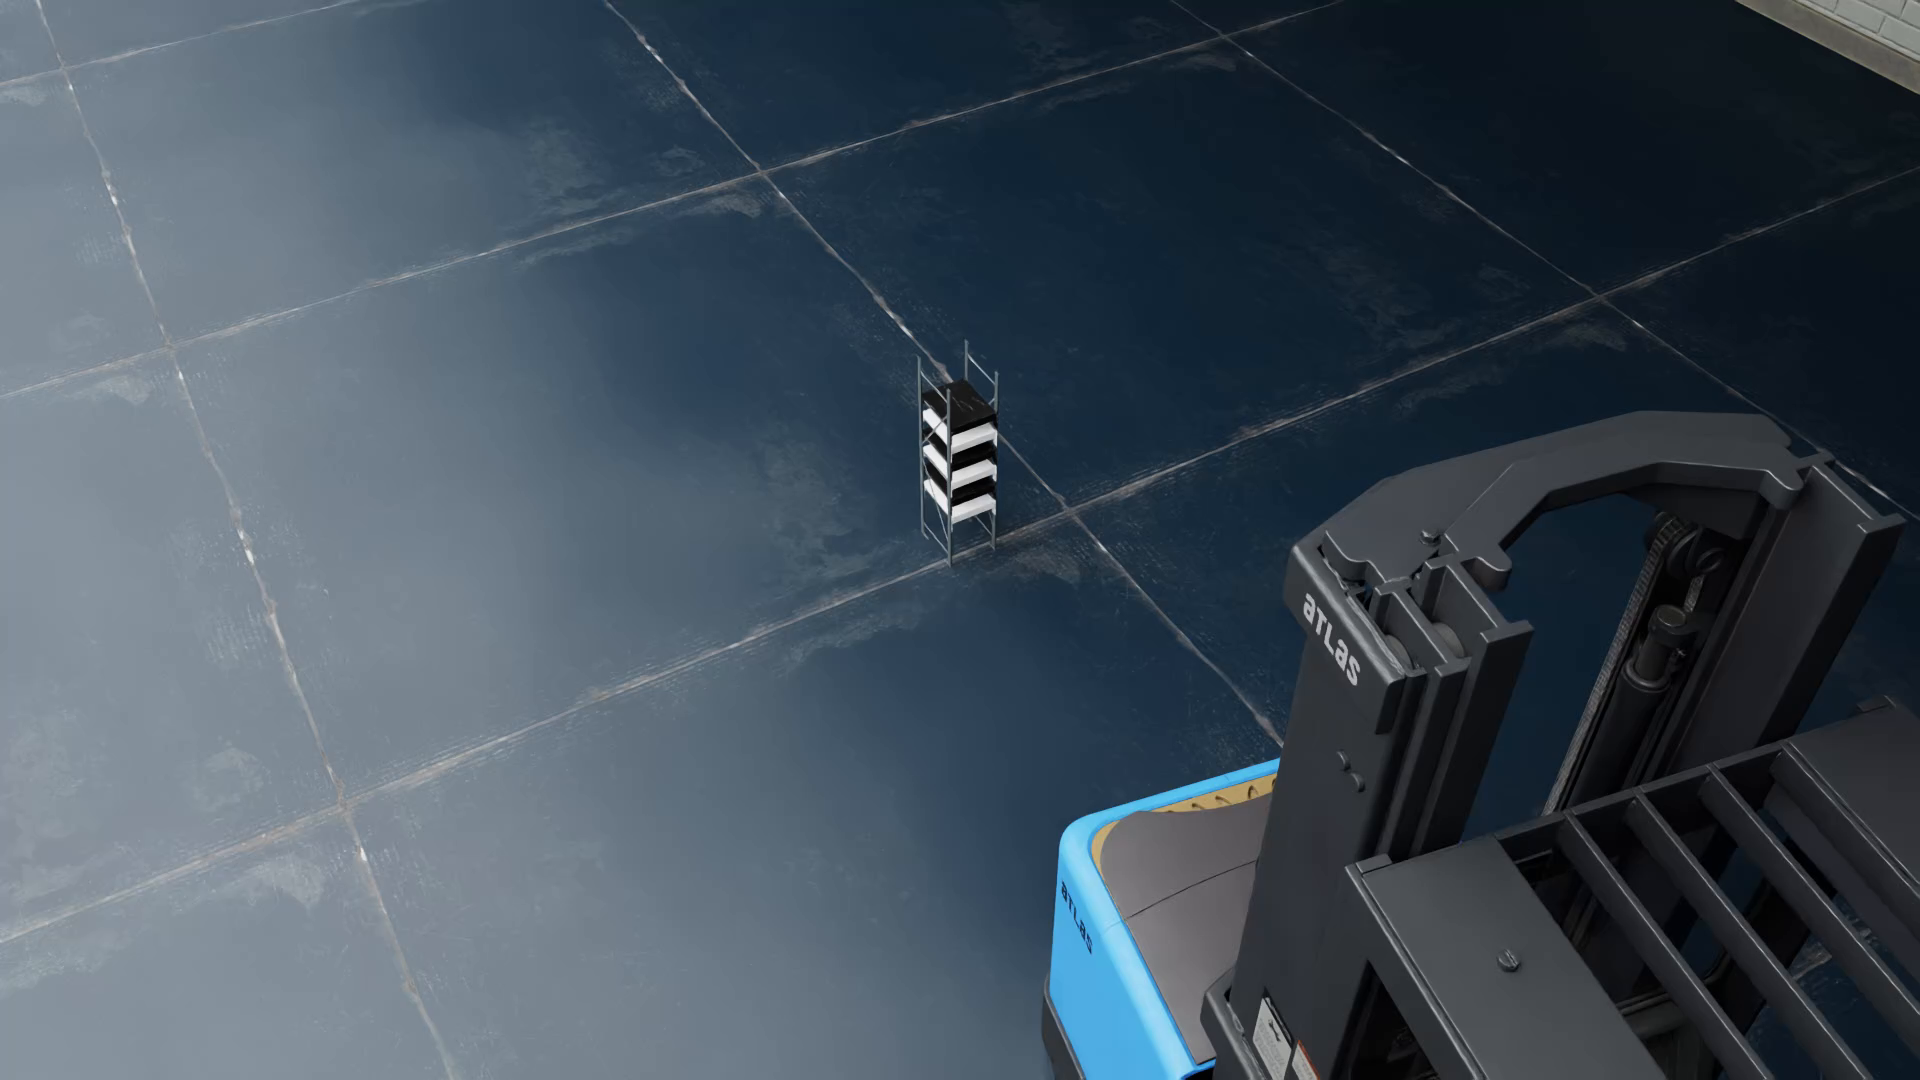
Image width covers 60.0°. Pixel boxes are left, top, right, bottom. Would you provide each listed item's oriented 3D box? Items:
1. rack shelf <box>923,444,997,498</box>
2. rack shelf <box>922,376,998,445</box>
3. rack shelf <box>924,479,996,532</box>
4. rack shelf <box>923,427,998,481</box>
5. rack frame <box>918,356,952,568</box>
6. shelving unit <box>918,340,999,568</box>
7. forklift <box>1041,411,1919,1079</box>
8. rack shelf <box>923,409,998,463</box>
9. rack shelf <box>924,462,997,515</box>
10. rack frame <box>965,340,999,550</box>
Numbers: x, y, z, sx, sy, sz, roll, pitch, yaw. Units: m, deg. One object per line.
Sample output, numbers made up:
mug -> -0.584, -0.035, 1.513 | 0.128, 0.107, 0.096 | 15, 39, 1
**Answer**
rack shelf -> -0.007, -0.296, 6.457 | 0.200, 0.077, 0.258 | -22, 48, -21
rack shelf -> -0.007, -0.490, 6.269 | 0.200, 0.077, 0.258 | -22, 48, -21
rack shelf -> -0.007, -0.167, 6.582 | 0.200, 0.077, 0.258 | -22, 48, -21
rack shelf -> -0.007, -0.361, 6.394 | 0.200, 0.077, 0.258 | -22, 48, -21
rack frame -> -0.095, -0.285, 6.397 | 0.006, 0.900, 0.240 | -22, 48, -21
shelving unit -> -0.007, -0.320, 6.434 | 0.210, 0.900, 0.258 | -22, 48, -21
forklift -> 1.223, 1.329, 3.276 | 1.130, 2.935, 3.031 | -14, 46, -14
rack shelf -> -0.007, -0.425, 6.332 | 0.200, 0.077, 0.258 | -22, 48, -21
rack shelf -> -0.007, -0.232, 6.520 | 0.200, 0.077, 0.258 | -22, 48, -21
rack frame -> 0.081, -0.355, 6.470 | 0.006, 0.900, 0.240 | -22, 48, -21
